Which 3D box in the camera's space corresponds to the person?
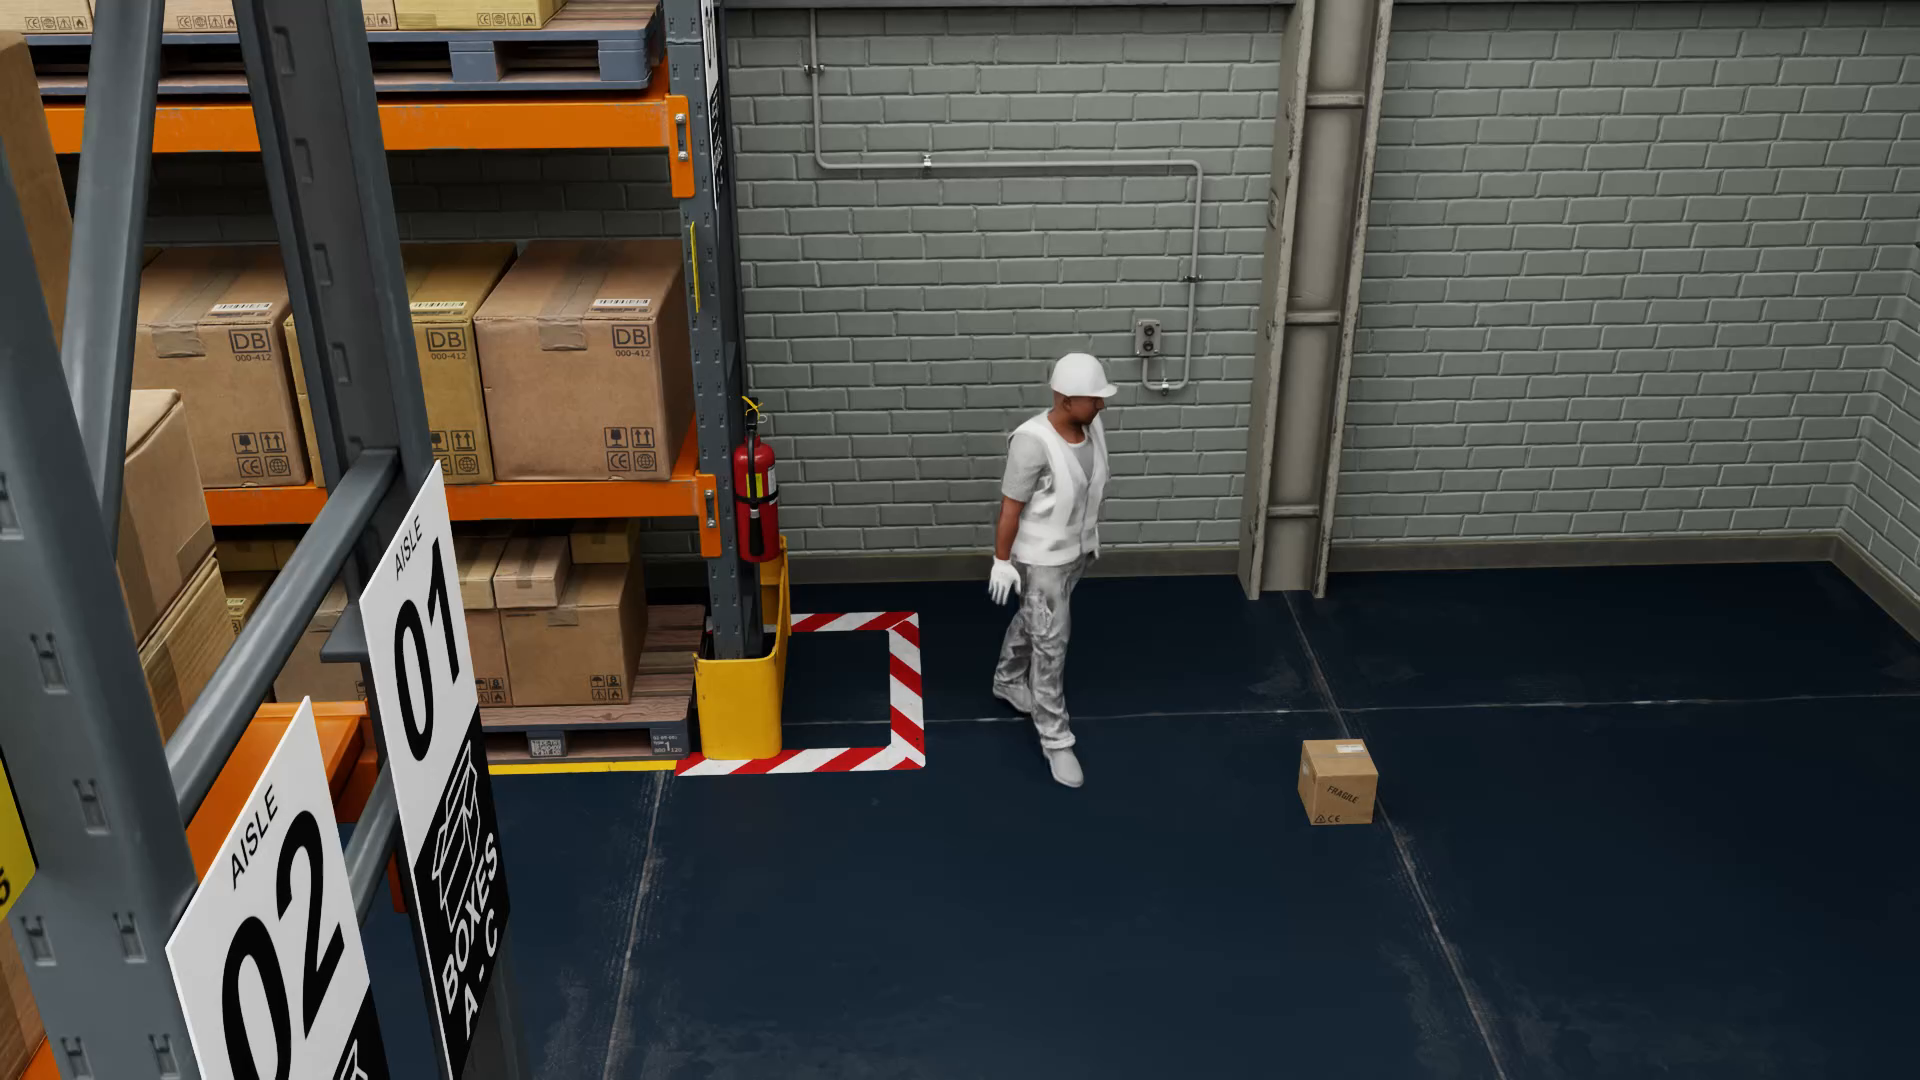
[{"bbox_3d":[0.402,0.056,6.995,0.725,1.781,0.635,20,33,34],"label":"person"}]
